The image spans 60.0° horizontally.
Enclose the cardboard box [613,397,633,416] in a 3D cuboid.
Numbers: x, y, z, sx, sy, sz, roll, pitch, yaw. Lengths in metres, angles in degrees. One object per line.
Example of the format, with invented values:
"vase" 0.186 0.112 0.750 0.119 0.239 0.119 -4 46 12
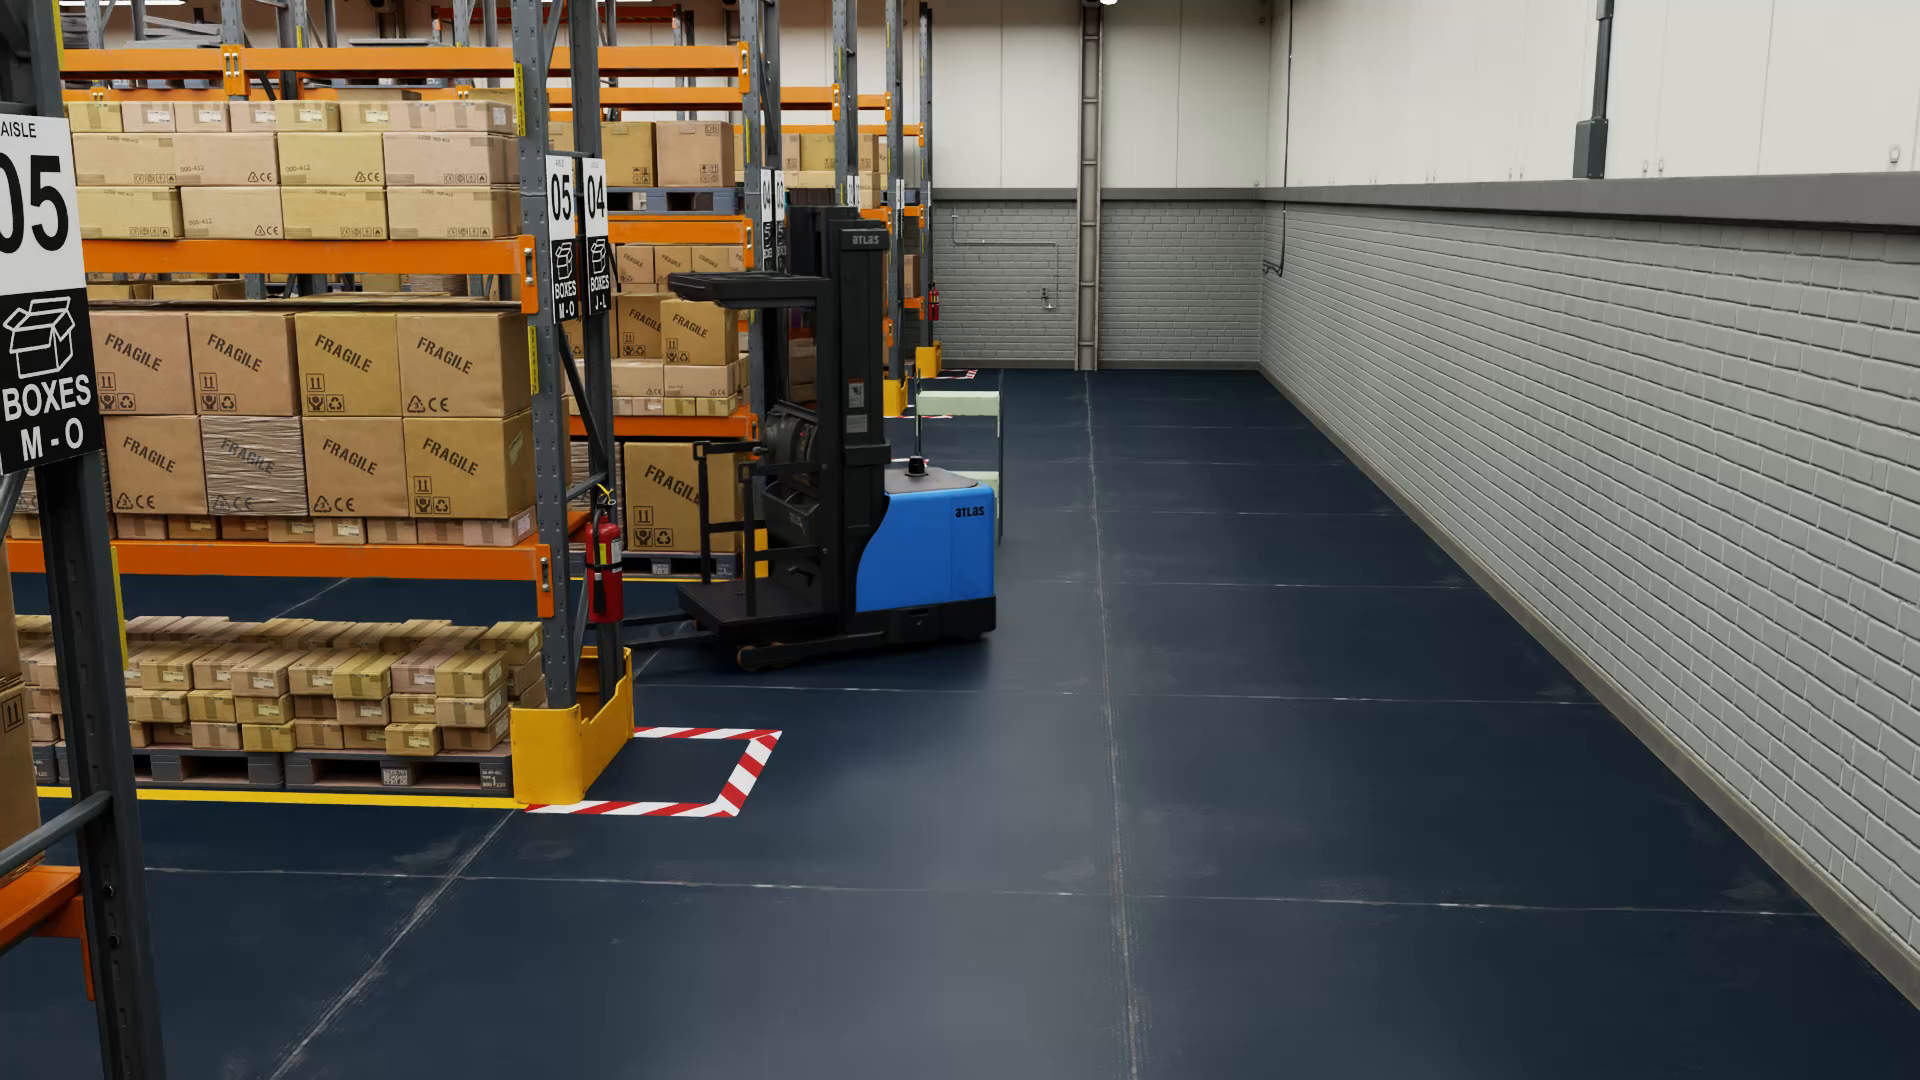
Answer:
"cardboard box" -2.687 -1.089 13.260 0.250 0.149 0.380 1 12 5

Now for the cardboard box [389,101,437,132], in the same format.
"cardboard box" -2.575 -2.050 8.087 0.250 0.149 0.380 1 12 5

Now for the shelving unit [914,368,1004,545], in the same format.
"shelving unit" -0.007 -0.734 14.615 0.755 1.500 0.431 1 12 4

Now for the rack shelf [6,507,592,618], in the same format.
"rack shelf" -3.978 0.073 8.849 4.000 0.370 1.077 1 12 4

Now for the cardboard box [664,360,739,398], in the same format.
"cardboard box" -2.051 -1.288 13.240 0.500 0.250 0.500 1 12 3

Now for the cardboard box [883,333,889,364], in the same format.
"cardboard box" -1.262 -3.270 28.156 0.500 0.500 0.700 1 12 4

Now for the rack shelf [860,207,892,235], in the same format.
"rack shelf" -2.880 -4.431 23.054 4.000 0.370 1.077 1 12 4

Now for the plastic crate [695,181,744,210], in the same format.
"plastic crate" -2.725 -3.790 18.387 0.767 0.338 0.504 1 12 4

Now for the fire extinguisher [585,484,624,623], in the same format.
"fire extinguisher" -1.762 0.067 8.224 0.183 0.674 0.296 1 12 4

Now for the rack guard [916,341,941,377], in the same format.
"rack guard" -0.533 -3.075 28.249 0.348 0.500 1.175 1 12 4

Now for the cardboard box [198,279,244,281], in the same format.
"cardboard box" -10.542 -3.465 23.764 0.500 0.500 0.500 0 12 1

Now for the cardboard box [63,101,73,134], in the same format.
"cardboard box" -4.391 -2.060 8.134 0.250 0.149 0.380 1 12 7

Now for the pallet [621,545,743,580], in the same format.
"pallet" -2.353 0.107 13.744 1.213 0.211 1.003 1 12 4

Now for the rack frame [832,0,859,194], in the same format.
"rack frame" -1.219 -5.212 17.705 0.127 3.000 1.000 1 12 4

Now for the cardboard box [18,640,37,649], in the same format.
"cardboard box" -5.117 0.649 8.825 0.250 0.149 0.380 1 12 3

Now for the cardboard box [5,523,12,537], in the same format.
"cardboard box" -4.910 -0.126 8.660 0.250 0.149 0.380 0 12 1

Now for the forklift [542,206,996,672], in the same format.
"forklift" -1.311 -0.708 10.995 3.031 2.935 1.130 -6 13 -25

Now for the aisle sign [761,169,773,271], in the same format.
"aisle sign" -1.498 -2.474 12.918 0.004 0.787 0.394 1 12 4

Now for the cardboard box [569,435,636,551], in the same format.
"cardboard box" -3.102 -0.434 13.680 0.875 0.875 0.875 1 12 4

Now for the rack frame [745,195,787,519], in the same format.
"rack frame" -1.550 -1.263 13.482 0.127 3.000 1.000 1 12 4

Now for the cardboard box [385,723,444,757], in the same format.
"cardboard box" -2.785 0.991 8.642 0.250 0.149 0.380 1 12 5

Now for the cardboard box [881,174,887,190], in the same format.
"cardboard box" -1.306 -5.904 27.439 0.500 0.250 0.500 1 12 5

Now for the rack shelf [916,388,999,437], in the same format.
"rack shelf" -0.007 -1.116 14.535 0.720 0.370 0.431 1 12 4

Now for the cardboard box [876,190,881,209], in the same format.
"cardboard box" -1.380 -4.741 23.147 0.500 0.250 0.500 1 12 4

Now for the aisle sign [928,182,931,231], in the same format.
"aisle sign" -0.505 -5.509 27.431 0.004 0.787 0.394 1 12 4

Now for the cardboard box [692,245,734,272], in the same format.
"cardboard box" -3.396 -3.802 22.933 0.500 0.500 0.500 0 12 2

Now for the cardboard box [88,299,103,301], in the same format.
"cardboard box" -4.970 -1.033 8.968 0.500 0.500 0.500 0 12 2

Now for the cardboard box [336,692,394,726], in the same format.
"cardboard box" -3.047 0.837 8.651 0.250 0.149 0.380 0 12 1

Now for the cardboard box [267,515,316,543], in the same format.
"cardboard box" -3.341 -0.095 8.510 0.250 0.149 0.380 0 12 1

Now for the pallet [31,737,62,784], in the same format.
"pallet" -5.301 1.061 9.182 1.213 0.211 1.003 1 12 4

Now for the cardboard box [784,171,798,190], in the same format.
"cardboard box" -2.412 -4.896 22.667 0.500 0.250 0.500 1 12 4

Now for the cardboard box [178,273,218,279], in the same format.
"cardboard box" -13.023 -4.710 28.445 0.500 0.500 0.500 1 12 4

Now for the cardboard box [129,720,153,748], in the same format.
"cardboard box" -4.334 0.964 8.772 0.250 0.149 0.380 0 12 2

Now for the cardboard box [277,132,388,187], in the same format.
"cardboard box" -2.969 -1.852 8.116 0.500 0.250 0.500 0 12 2

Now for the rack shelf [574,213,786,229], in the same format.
"rack shelf" -3.215 -3.419 18.217 4.000 0.370 1.077 1 12 4

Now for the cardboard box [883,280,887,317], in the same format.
"cardboard box" -1.310 -3.396 23.433 0.500 0.500 0.500 1 12 5

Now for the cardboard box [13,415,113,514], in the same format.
"cardboard box" -4.502 -0.423 8.494 0.500 0.500 0.500 1 12 3

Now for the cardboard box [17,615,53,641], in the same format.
"cardboard box" -5.095 0.541 9.338 0.250 0.149 0.380 1 12 3

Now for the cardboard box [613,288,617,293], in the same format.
"cardboard box" -5.681 -4.191 28.040 0.250 0.149 0.380 1 12 4

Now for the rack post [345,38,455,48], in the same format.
"rack post" -6.049 -5.247 18.060 0.954 0.300 0.937 1 12 3

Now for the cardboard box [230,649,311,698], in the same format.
"cardboard box" -3.567 0.690 8.627 0.250 0.149 0.380 1 12 6

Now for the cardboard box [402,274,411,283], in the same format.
"cardboard box" -9.568 -4.679 28.494 0.500 0.500 0.700 0 12 -2

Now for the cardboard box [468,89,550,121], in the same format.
"cardboard box" -3.565 -3.432 13.177 0.500 0.250 0.500 0 12 2

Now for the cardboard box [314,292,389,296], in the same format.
"cardboard box" -5.065 -1.806 13.883 0.500 0.500 0.500 1 12 5

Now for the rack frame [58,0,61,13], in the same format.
"rack frame" -12.858 -6.388 23.327 0.127 3.000 1.000 1 12 4

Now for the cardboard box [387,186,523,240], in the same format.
"cardboard box" -2.454 -1.599 8.124 0.500 0.250 0.500 1 12 3

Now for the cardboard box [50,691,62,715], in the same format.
"cardboard box" -4.587 0.802 8.818 0.250 0.149 0.380 1 12 6

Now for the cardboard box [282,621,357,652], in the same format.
"cardboard box" -3.537 0.569 9.204 0.250 0.149 0.380 1 12 6

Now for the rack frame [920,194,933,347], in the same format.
"rack frame" -0.557 -4.299 27.995 0.127 3.000 1.000 1 12 4

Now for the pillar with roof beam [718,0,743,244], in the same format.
"pillar with roof beam" -4.080 -6.578 24.237 0.548 9.000 9.100 1 12 4

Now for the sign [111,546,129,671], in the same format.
"sign" -2.169 0.185 4.249 0.005 0.325 0.100 1 12 4
